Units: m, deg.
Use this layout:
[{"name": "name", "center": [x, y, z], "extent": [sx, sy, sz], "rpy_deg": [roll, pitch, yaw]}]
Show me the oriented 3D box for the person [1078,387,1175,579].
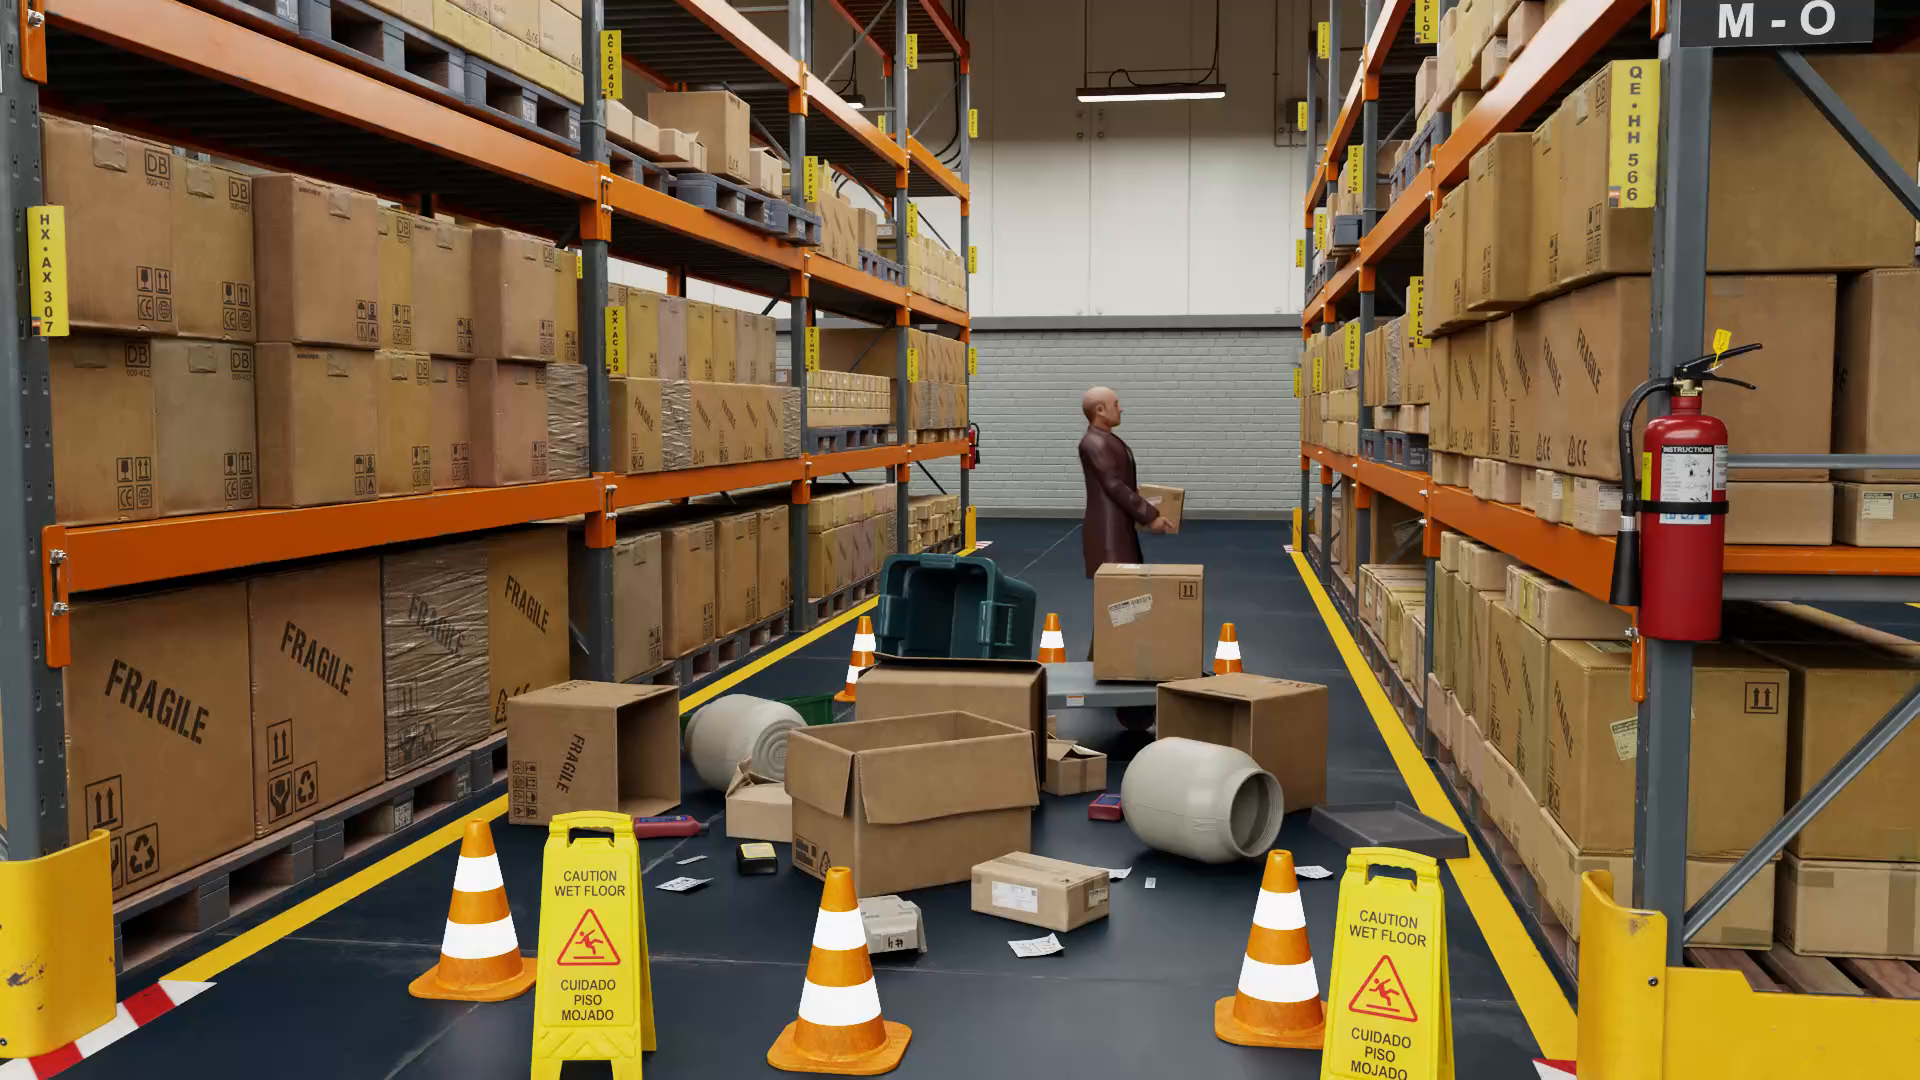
[{"name": "person", "center": [0.973, -0.001, 9.637], "extent": [0.555, 1.770, 0.528], "rpy_deg": [1, 4, 10]}]
